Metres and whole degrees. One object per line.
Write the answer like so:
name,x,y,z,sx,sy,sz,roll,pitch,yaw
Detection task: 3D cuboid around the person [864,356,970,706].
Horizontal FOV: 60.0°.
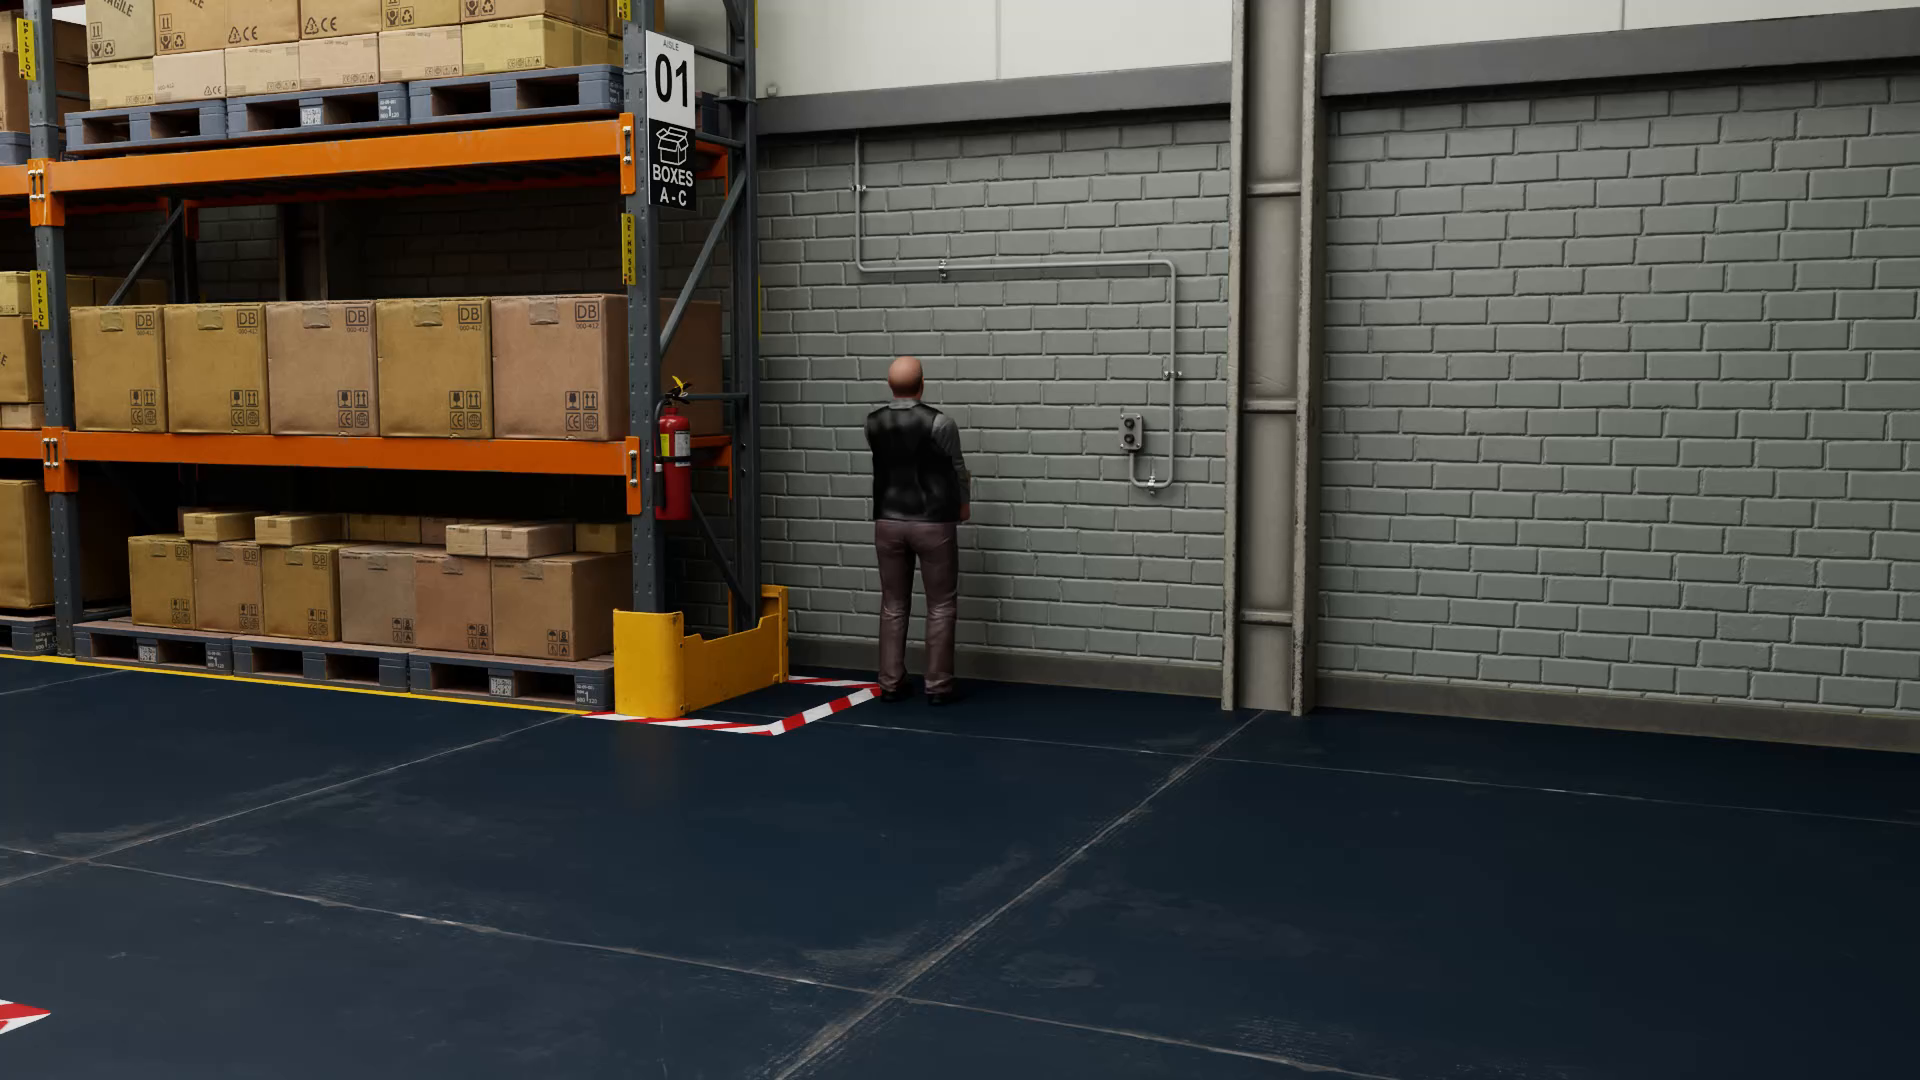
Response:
person,-0.197,-0.021,8.309,0.494,1.637,0.551,2,6,22
